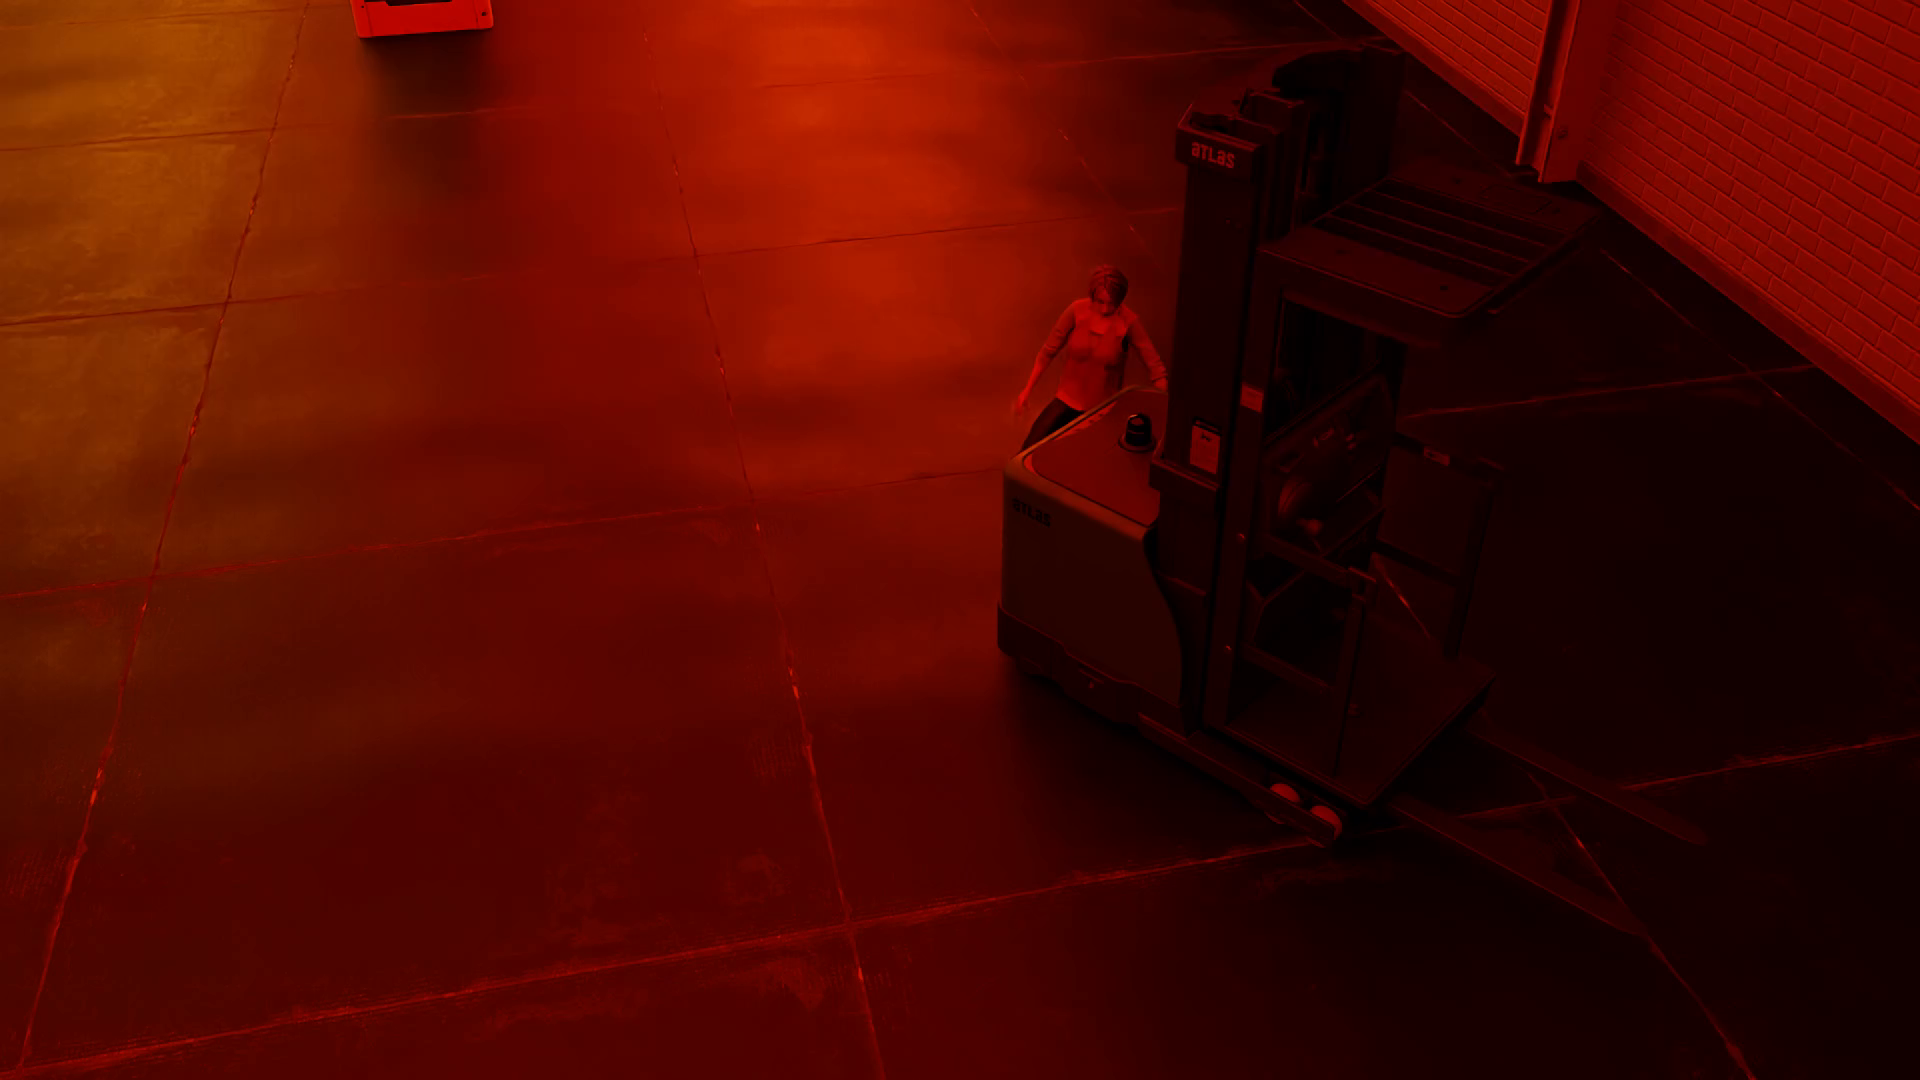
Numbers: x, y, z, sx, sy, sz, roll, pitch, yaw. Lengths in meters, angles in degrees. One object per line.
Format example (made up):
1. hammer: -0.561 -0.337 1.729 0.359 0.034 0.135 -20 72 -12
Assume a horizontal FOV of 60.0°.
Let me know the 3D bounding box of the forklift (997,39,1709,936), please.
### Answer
1. forklift: 1.605 -0.282 6.443 3.031 2.935 1.130 28 44 33

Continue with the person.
1. person: 0.690 -0.672 8.265 0.814 1.476 0.613 10 37 14
